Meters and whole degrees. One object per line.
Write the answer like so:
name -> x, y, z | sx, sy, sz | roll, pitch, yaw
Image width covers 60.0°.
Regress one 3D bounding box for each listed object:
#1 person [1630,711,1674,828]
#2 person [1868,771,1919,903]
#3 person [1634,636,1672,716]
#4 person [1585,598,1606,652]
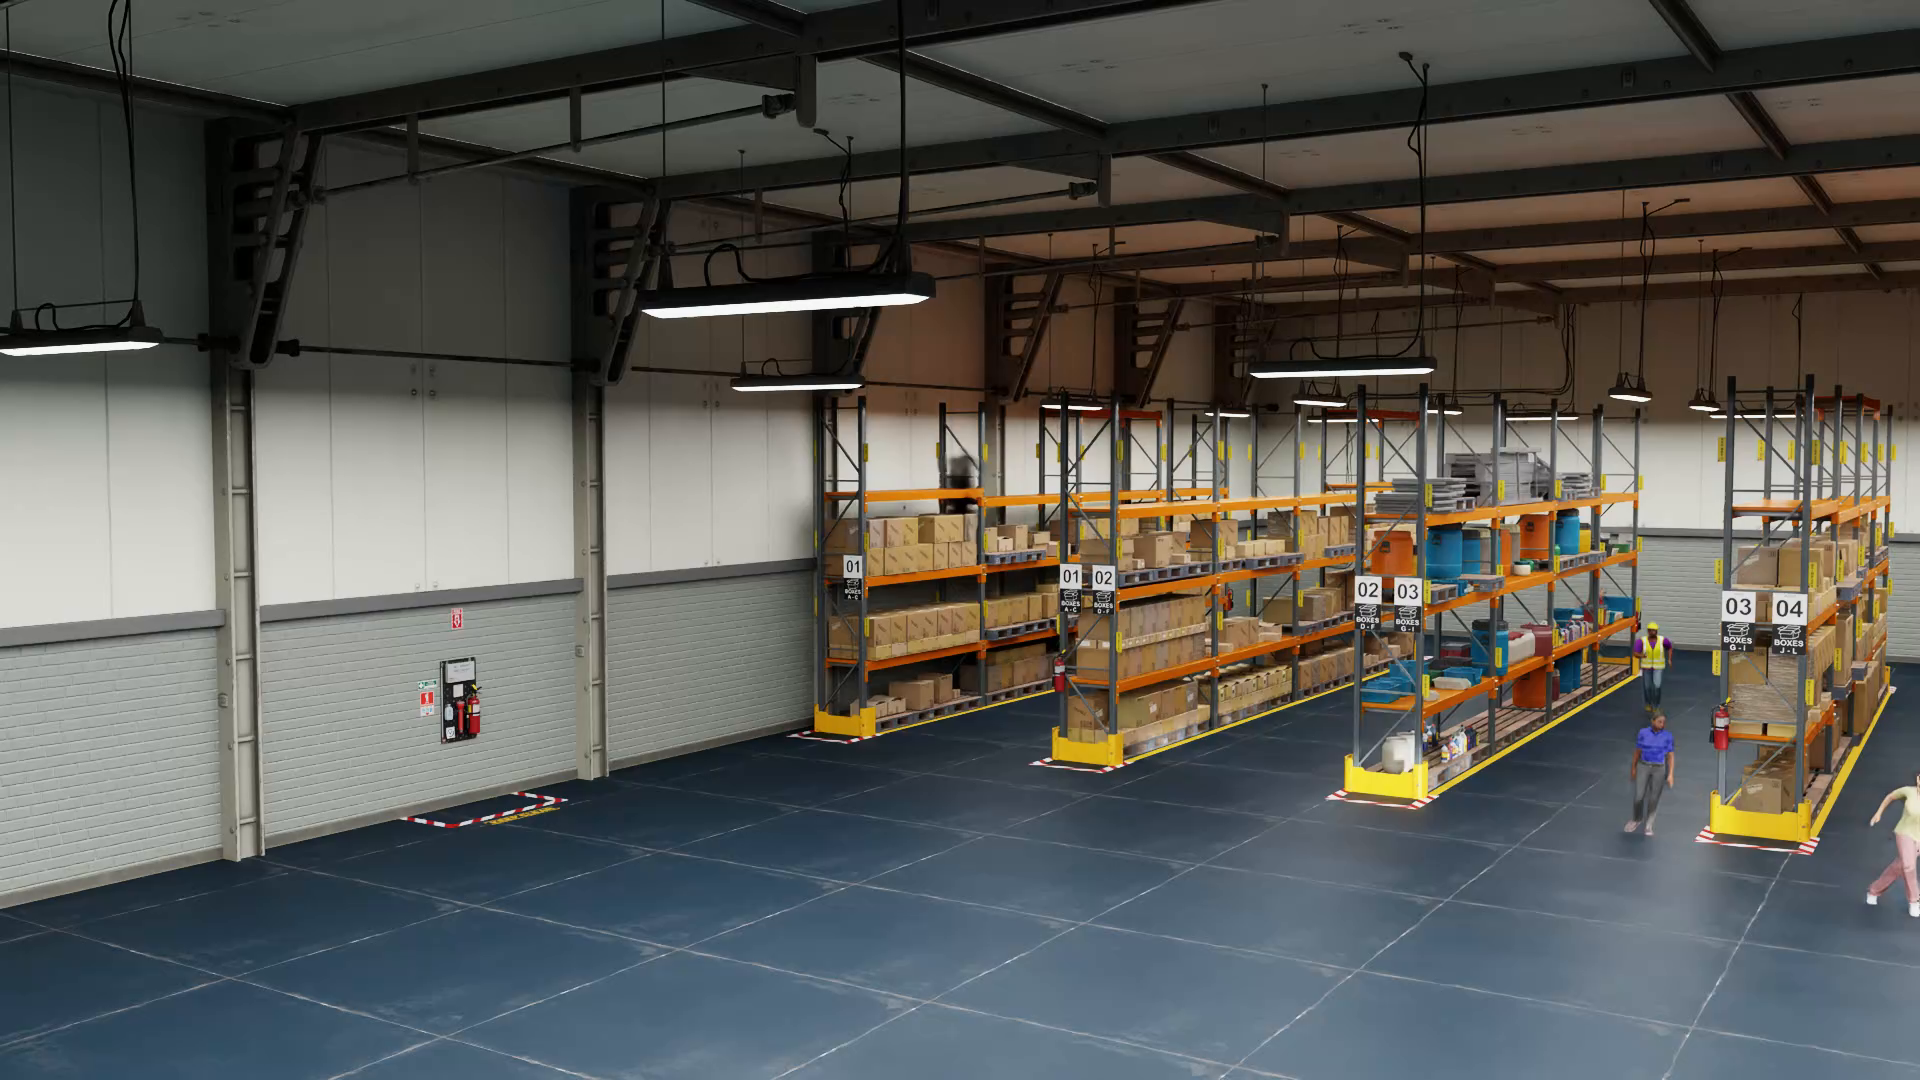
person -> 9.009, 2.991, 21.636 | 0.516, 1.574, 0.392 | 1, 3, 16
person -> 10.330, 3.201, 18.065 | 0.701, 1.500, 0.656 | 1, 3, 14
person -> 13.141, 2.587, 31.580 | 0.657, 1.576, 0.722 | 1, 3, 25
person -> 15.644, 2.084, 40.794 | 0.667, 1.401, 0.534 | -2, 4, -35
